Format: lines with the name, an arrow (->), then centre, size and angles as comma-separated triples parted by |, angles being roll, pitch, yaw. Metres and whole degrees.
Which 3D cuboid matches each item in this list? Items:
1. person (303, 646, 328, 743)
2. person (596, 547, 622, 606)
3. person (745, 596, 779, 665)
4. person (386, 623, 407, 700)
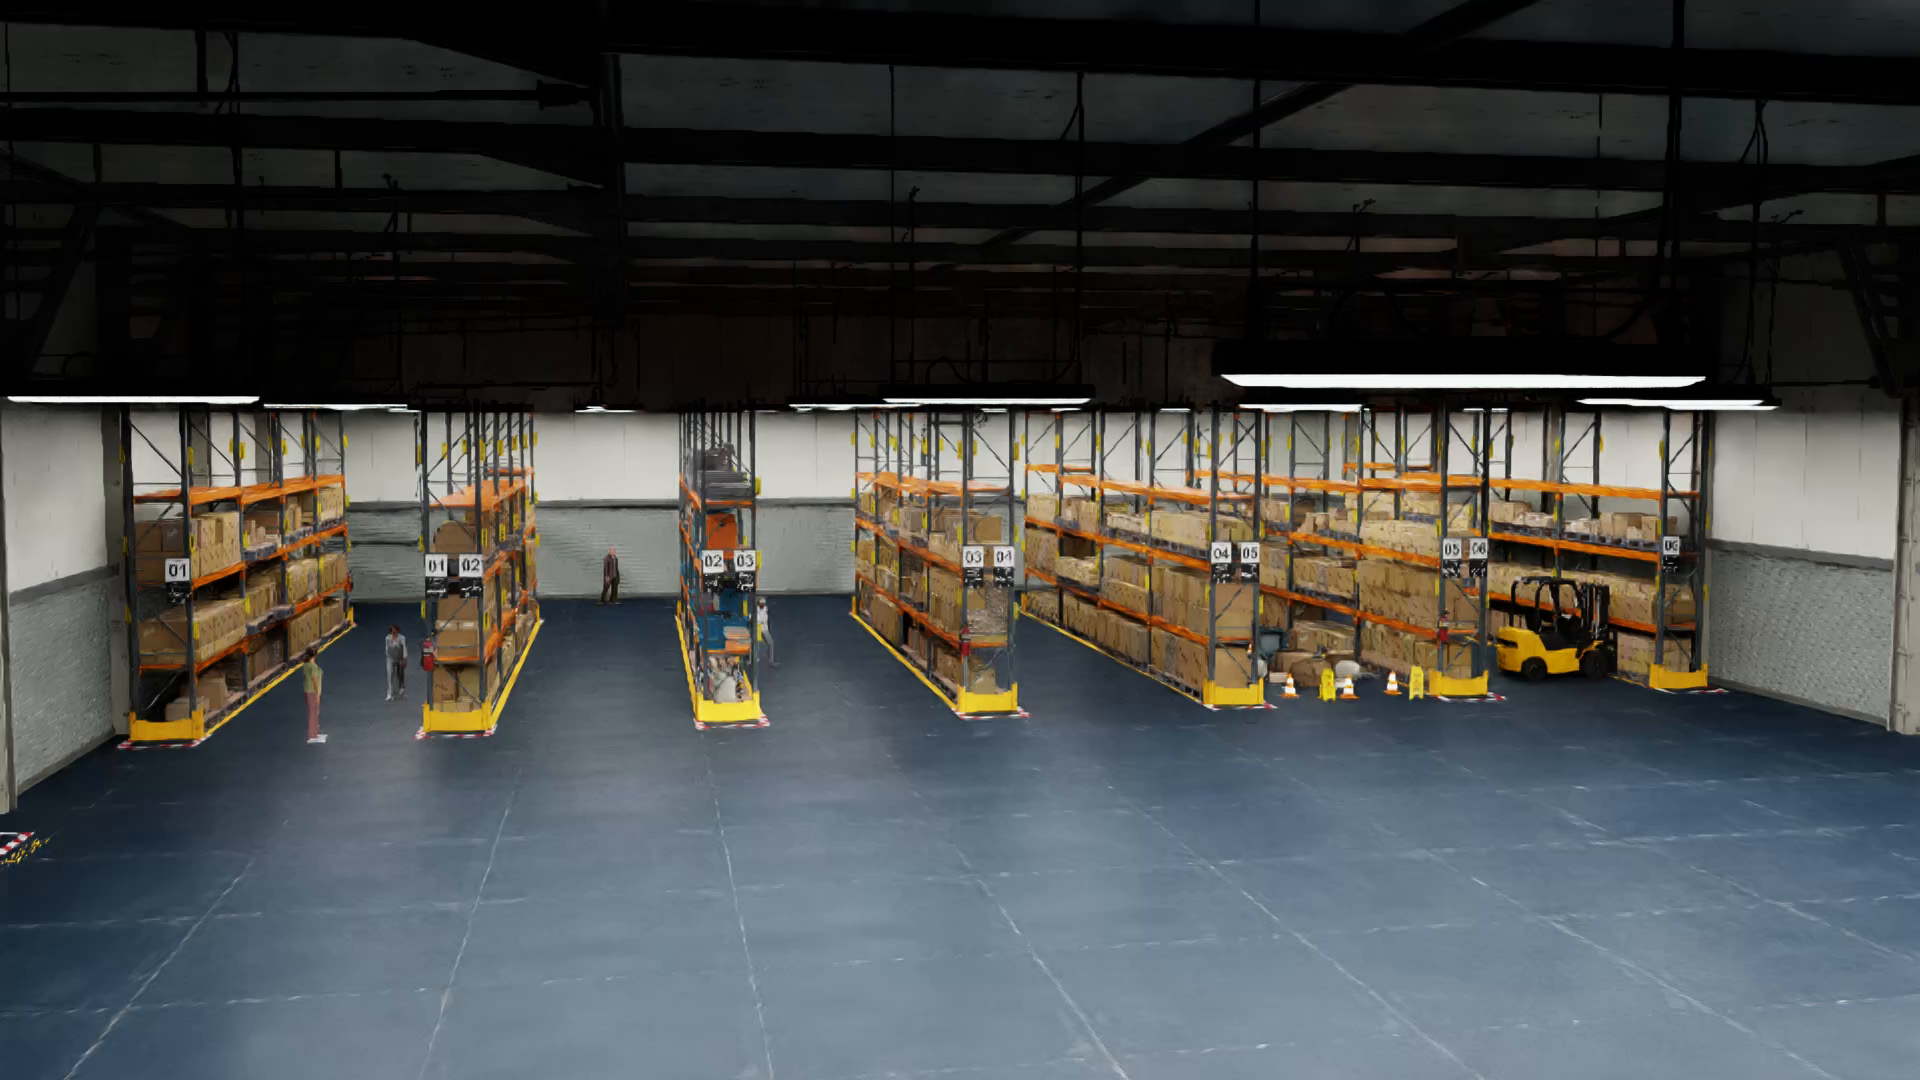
person -> -11.246, 2.683, 29.019 | 0.432, 1.677, 0.499 | -4, 6, -41
person -> -10.549, 1.142, 49.792 | 0.498, 1.662, 0.765 | 3, 5, 37
person -> -4.547, 2.051, 37.922 | 0.621, 1.606, 0.828 | -2, 5, -28
person -> -11.351, 2.423, 33.501 | 0.415, 1.517, 1.032 | -1, 4, -13
